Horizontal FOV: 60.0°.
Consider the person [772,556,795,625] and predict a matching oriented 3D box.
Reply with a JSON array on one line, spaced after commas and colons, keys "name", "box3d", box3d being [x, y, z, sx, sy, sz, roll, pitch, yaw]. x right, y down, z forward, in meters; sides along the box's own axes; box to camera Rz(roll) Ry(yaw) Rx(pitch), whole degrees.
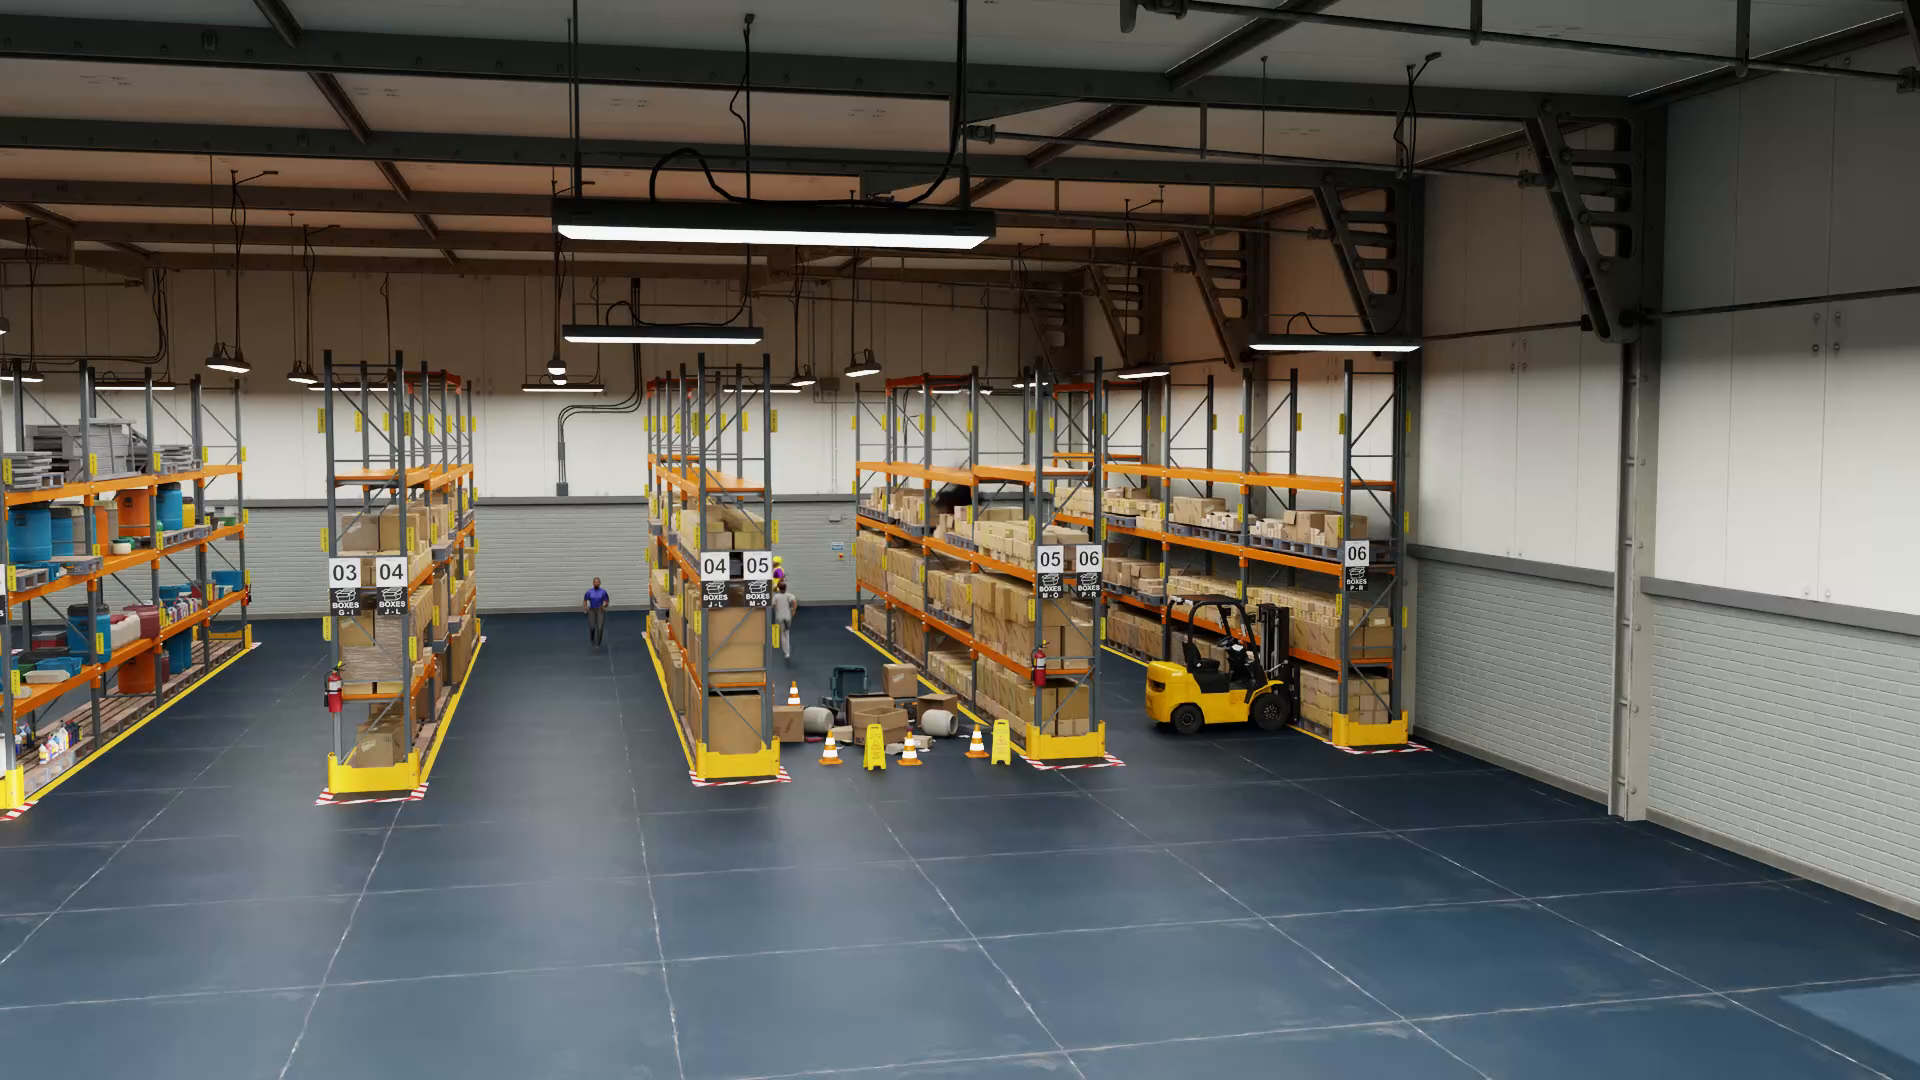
[{"name": "person", "box3d": [-4.408, 1.282, 41.209, 0.651, 1.752, 0.704, 0, 4, -3]}]

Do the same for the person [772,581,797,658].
[{"name": "person", "box3d": [-3.752, 1.720, 35.339, 0.549, 1.685, 0.761, -1, 4, -17]}]

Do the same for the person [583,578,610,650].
[{"name": "person", "box3d": [-8.054, 1.639, 36.810, 0.560, 1.611, 0.548, -1, 4, -13]}]
